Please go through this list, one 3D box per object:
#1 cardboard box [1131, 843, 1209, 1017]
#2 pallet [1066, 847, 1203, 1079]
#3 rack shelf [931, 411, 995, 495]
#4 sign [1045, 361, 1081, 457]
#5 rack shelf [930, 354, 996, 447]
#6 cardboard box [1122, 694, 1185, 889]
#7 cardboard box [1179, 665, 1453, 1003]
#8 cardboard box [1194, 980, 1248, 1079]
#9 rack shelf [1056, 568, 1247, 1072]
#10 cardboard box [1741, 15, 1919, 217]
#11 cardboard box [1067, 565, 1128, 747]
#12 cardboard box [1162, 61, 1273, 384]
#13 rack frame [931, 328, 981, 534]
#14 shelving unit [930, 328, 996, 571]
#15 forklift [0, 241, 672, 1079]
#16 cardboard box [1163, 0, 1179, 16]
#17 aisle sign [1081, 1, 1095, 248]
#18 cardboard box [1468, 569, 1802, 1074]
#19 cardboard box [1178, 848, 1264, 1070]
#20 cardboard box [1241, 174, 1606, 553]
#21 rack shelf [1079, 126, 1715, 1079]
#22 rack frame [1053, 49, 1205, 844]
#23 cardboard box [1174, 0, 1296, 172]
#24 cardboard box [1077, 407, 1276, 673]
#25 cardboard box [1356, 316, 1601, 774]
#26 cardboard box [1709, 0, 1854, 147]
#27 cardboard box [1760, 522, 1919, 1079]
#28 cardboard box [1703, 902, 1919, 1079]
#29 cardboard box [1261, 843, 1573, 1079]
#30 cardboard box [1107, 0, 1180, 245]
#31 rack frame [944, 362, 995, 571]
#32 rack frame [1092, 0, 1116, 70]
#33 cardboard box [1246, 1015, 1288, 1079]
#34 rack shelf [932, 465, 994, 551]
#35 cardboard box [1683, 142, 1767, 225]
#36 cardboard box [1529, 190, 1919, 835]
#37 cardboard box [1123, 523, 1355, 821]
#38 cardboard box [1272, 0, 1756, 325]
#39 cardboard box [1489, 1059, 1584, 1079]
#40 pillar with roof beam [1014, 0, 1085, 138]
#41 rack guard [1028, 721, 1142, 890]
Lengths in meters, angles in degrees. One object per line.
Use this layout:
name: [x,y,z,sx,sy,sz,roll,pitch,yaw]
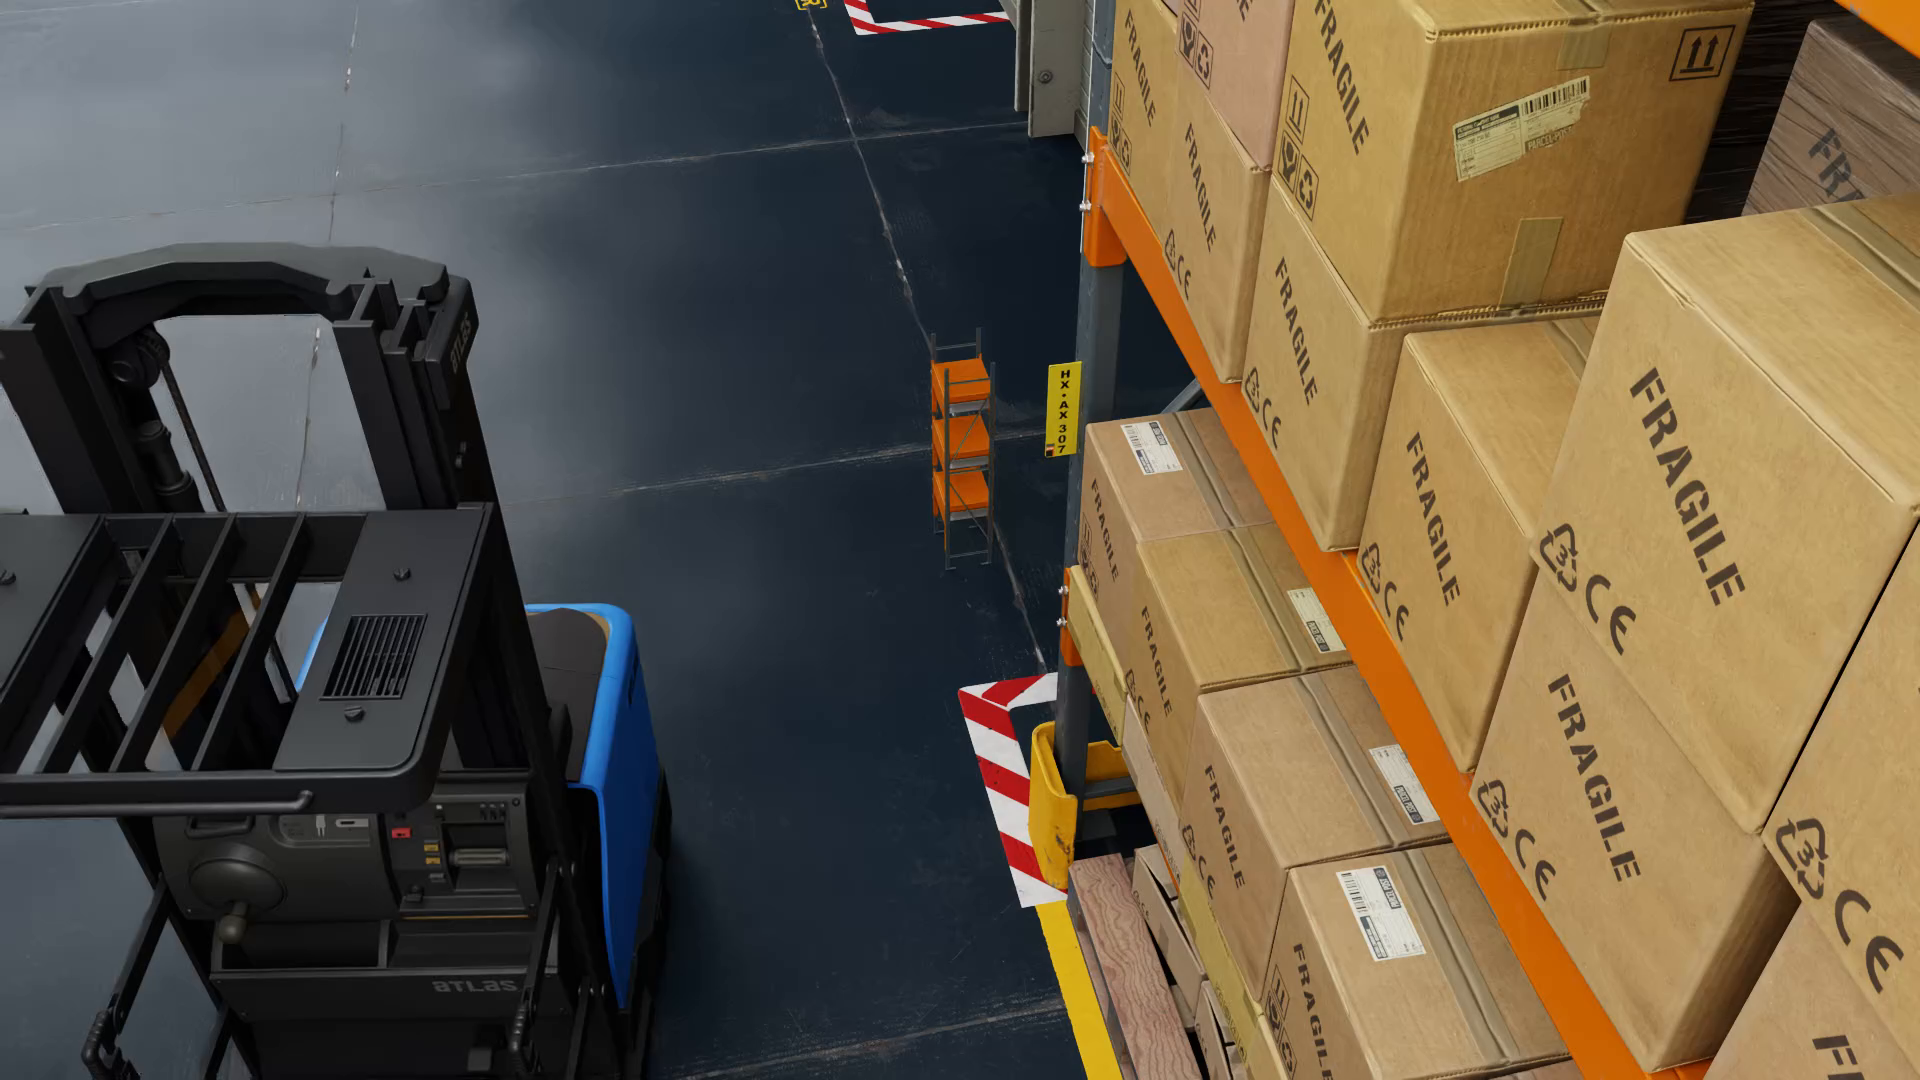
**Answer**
cardboard box: [0.889,1.177,5.358,0.500,0.311,0.500,-13,43,-14]
pallet: [0.985,1.499,5.403,1.003,0.211,1.213,-8,42,-9]
rack shelf: [0.012,-0.350,6.869,0.215,0.259,0.240,-8,42,-9]
sign: [0.298,-0.371,4.756,0.100,0.325,0.005,-8,42,-9]
rack shelf: [0.012,-0.562,6.681,0.215,0.259,0.240,-8,42,-9]
cardboard box: [0.749,0.620,4.390,0.500,0.250,0.500,-10,42,-11]
cardboard box: [0.839,0.653,3.788,0.500,0.500,0.500,-10,42,-11]
cardboard box: [1.012,1.547,4.942,0.500,0.311,0.500,-5,42,-6]
rack shelf: [1.259,1.440,3.910,1.077,0.370,4.000,-8,42,-9]
cardboard box: [1.490,-0.422,2.363,0.500,0.500,0.500,-8,42,-9]
cardboard box: [0.623,0.285,4.767,0.500,0.250,0.500,-9,42,-11]
cardboard box: [0.737,-0.686,3.413,0.500,0.500,0.500,-6,42,-6]
rack frame: [-0.015,-0.437,6.951,0.200,1.050,0.008,-8,42,-9]
shelving unit: [0.012,-0.358,6.862,0.215,1.050,0.252,-8,42,-9]
forklift: [-1.541,0.895,4.034,1.130,2.935,3.031,-1,42,-1]
cardboard box: [0.674,-1.381,3.443,0.500,0.500,0.500,-11,43,-12]
aisle sign: [0.519,-1.101,4.273,0.394,0.787,0.004,-8,42,-9]
cardboard box: [1.087,0.326,2.274,0.500,0.500,0.500,-10,43,-11]
cardboard box: [0.853,0.951,4.017,0.500,0.250,0.500,-9,42,-10]
cardboard box: [0.853,-0.350,3.035,0.500,0.500,0.500,-7,42,-7]
rack shelf: [1.259,0.319,2.914,1.077,0.370,4.000,-8,42,-9]
rack frame: [0.827,-0.125,5.131,1.000,3.000,0.127,-8,42,-9]
cardboard box: [0.732,-1.049,3.069,0.500,0.500,0.500,-9,42,-10]
cardboard box: [0.637,-0.004,4.529,0.500,0.500,0.500,-8,42,-9]
cardboard box: [0.989,-0.006,2.647,0.500,0.500,0.500,-6,42,-7]
cardboard box: [1.304,-1.072,3.095,0.500,0.500,0.500,-6,42,-7]
cardboard box: [1.189,0.286,1.566,0.500,0.500,0.500,-6,42,-7]
cardboard box: [1.244,0.679,1.875,0.500,0.500,0.500,-12,43,-13]
cardboard box: [0.962,0.986,3.413,0.500,0.500,0.500,-7,42,-8]
cardboard box: [0.656,-1.039,3.811,0.500,0.500,0.500,-7,42,-8]
rack frame: [0.038,-0.279,6.773,0.200,1.050,0.008,-8,42,-9]
rack frame: [0.827,-2.369,3.140,1.000,3.000,0.127,-8,42,-9]
cardboard box: [0.960,1.279,3.648,0.500,0.250,0.500,-8,42,-9]
rack shelf: [0.012,-0.142,7.054,0.215,0.259,0.240,-8,42,-9]
cardboard box: [1.394,-0.406,3.098,0.500,0.500,0.500,-10,43,-11]
cardboard box: [1.066,-0.050,1.943,0.500,0.500,0.500,-10,43,-11]
cardboard box: [0.734,0.317,4.166,0.500,0.500,0.500,-8,42,-9]
cardboard box: [0.854,-0.718,2.697,0.500,0.500,0.500,-7,42,-8]
cardboard box: [1.075,1.323,3.033,0.500,0.500,0.500,-9,42,-11]
pillar with roof beam: [-3.675,-5.311,6.455,9.100,9.000,0.400,-8,42,-9]
rack guard: [0.844,0.859,5.906,1.175,0.500,0.348,-8,42,-9]
